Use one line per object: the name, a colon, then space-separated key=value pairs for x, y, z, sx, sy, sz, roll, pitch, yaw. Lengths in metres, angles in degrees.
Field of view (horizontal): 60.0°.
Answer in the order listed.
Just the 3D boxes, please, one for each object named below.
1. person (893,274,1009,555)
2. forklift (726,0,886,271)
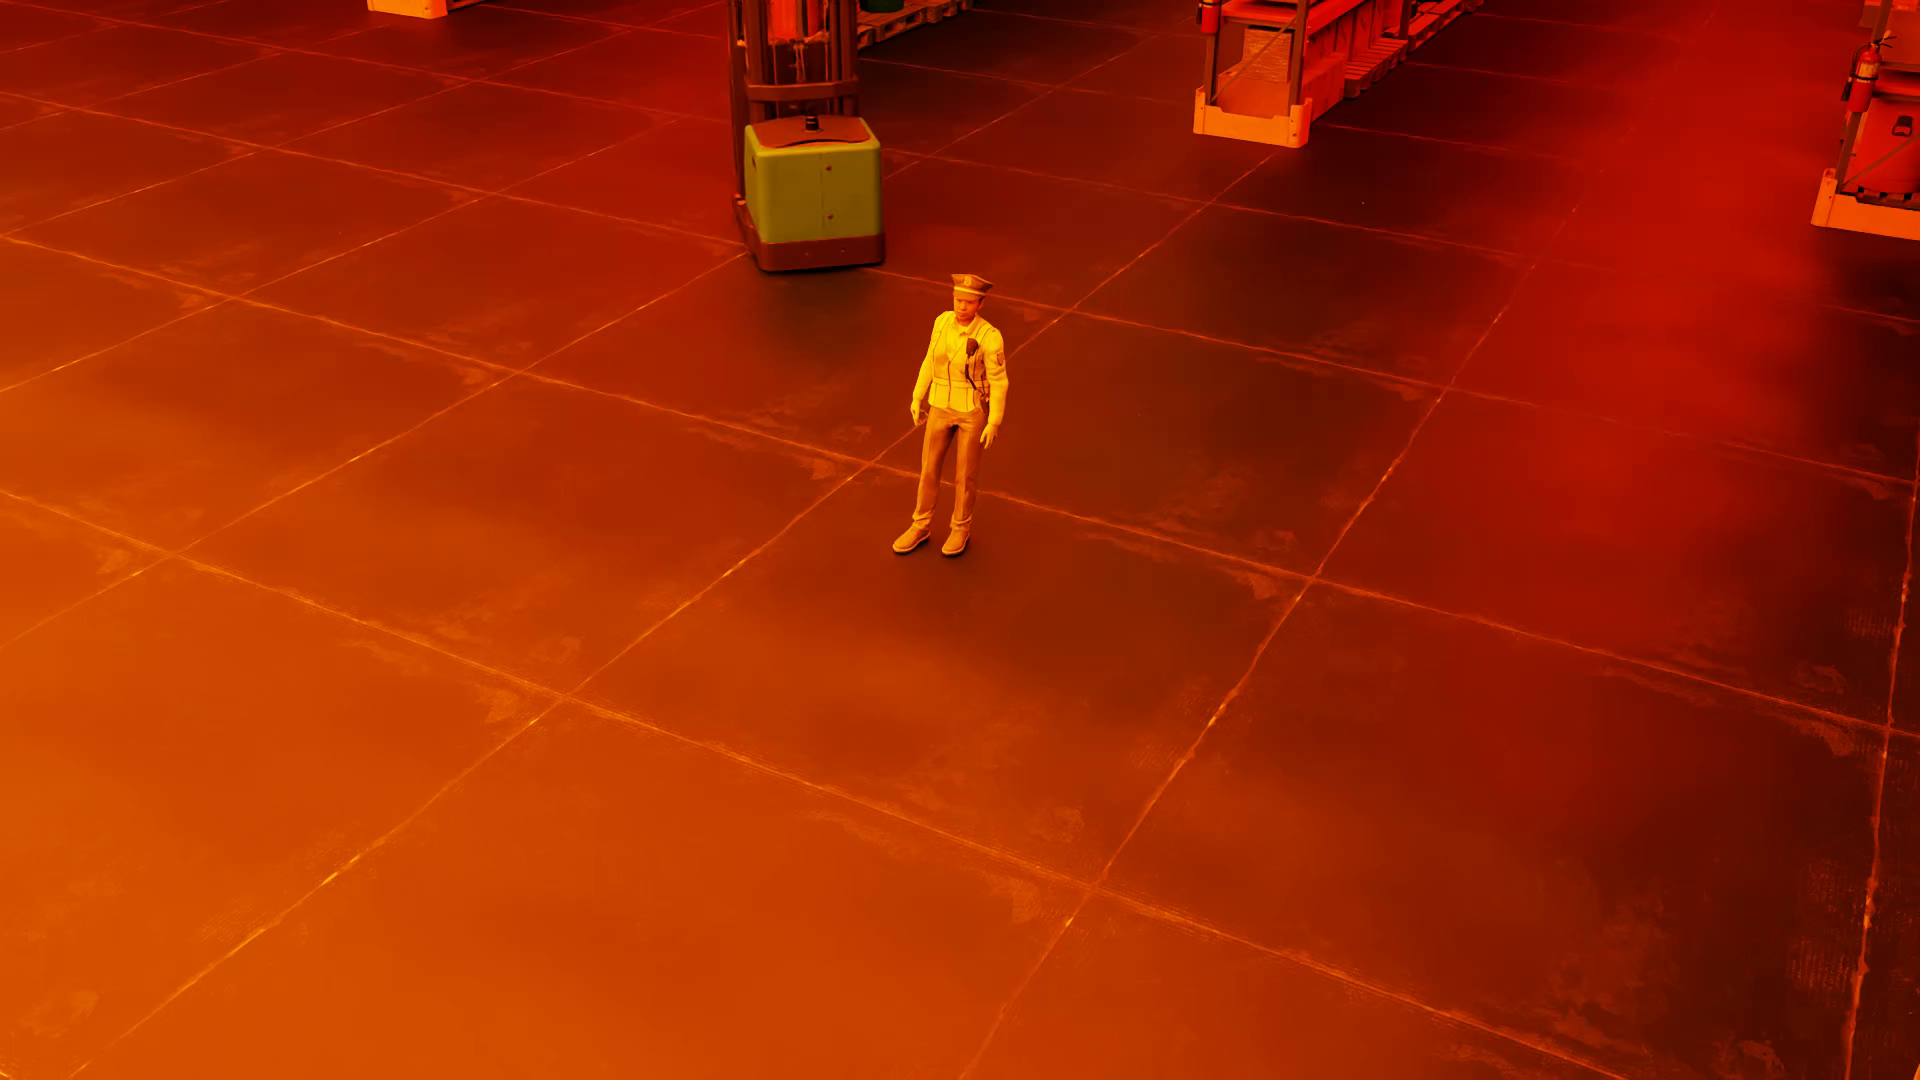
person: x=-0.040 y=-0.712 z=9.526 sx=0.586 sy=1.694 sz=0.530 roll=15 pitch=33 yaw=25
forklift: x=-1.467 y=-4.205 z=14.356 sx=1.130 sy=2.935 sz=3.031 roll=-7 pitch=31 yaw=-12
